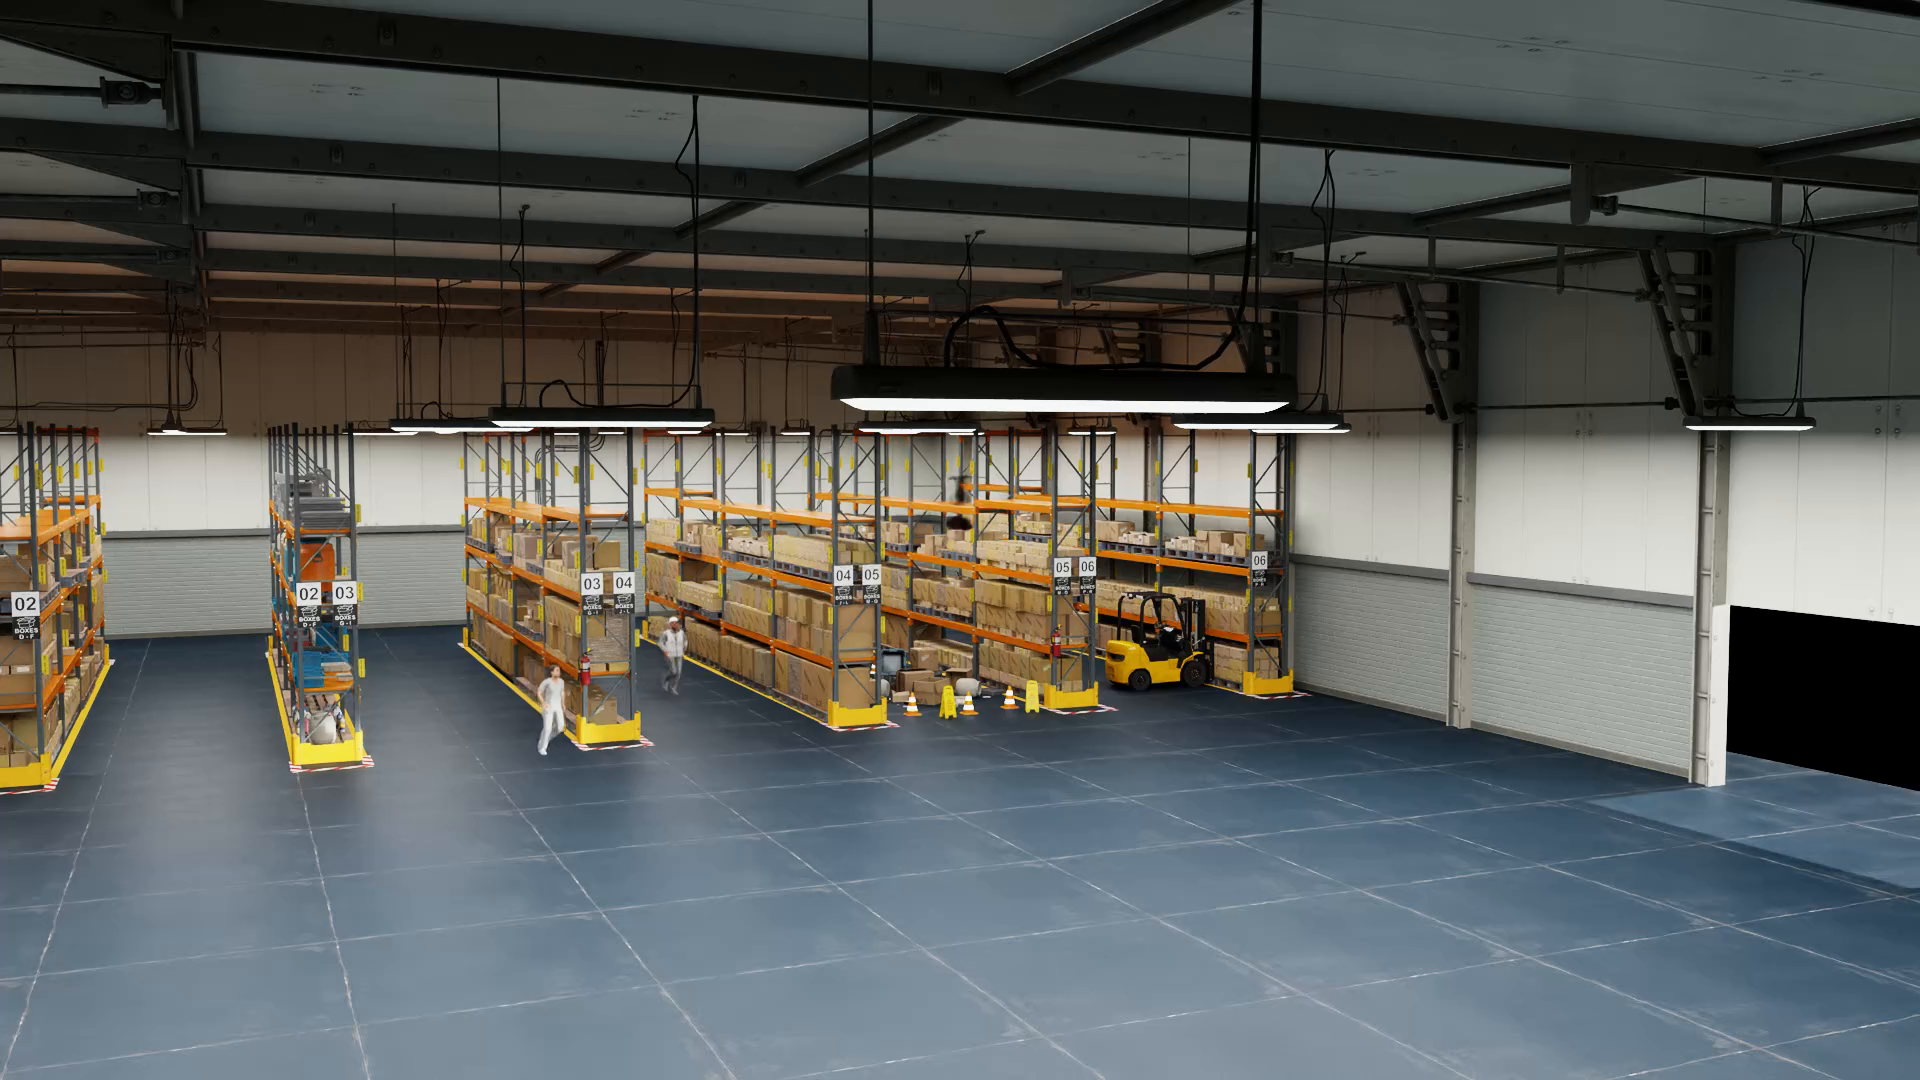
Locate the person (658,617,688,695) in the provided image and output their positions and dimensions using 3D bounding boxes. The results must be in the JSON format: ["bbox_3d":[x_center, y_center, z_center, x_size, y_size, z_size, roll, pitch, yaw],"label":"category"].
[{"bbox_3d":[-6.373,2.587,37.190,0.652,1.743,0.607,-2,4,-30],"label":"person"}]

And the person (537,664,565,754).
[{"bbox_3d":[-7.404,3.071,30.298,0.618,1.613,0.525,-3,5,-43],"label":"person"}]
